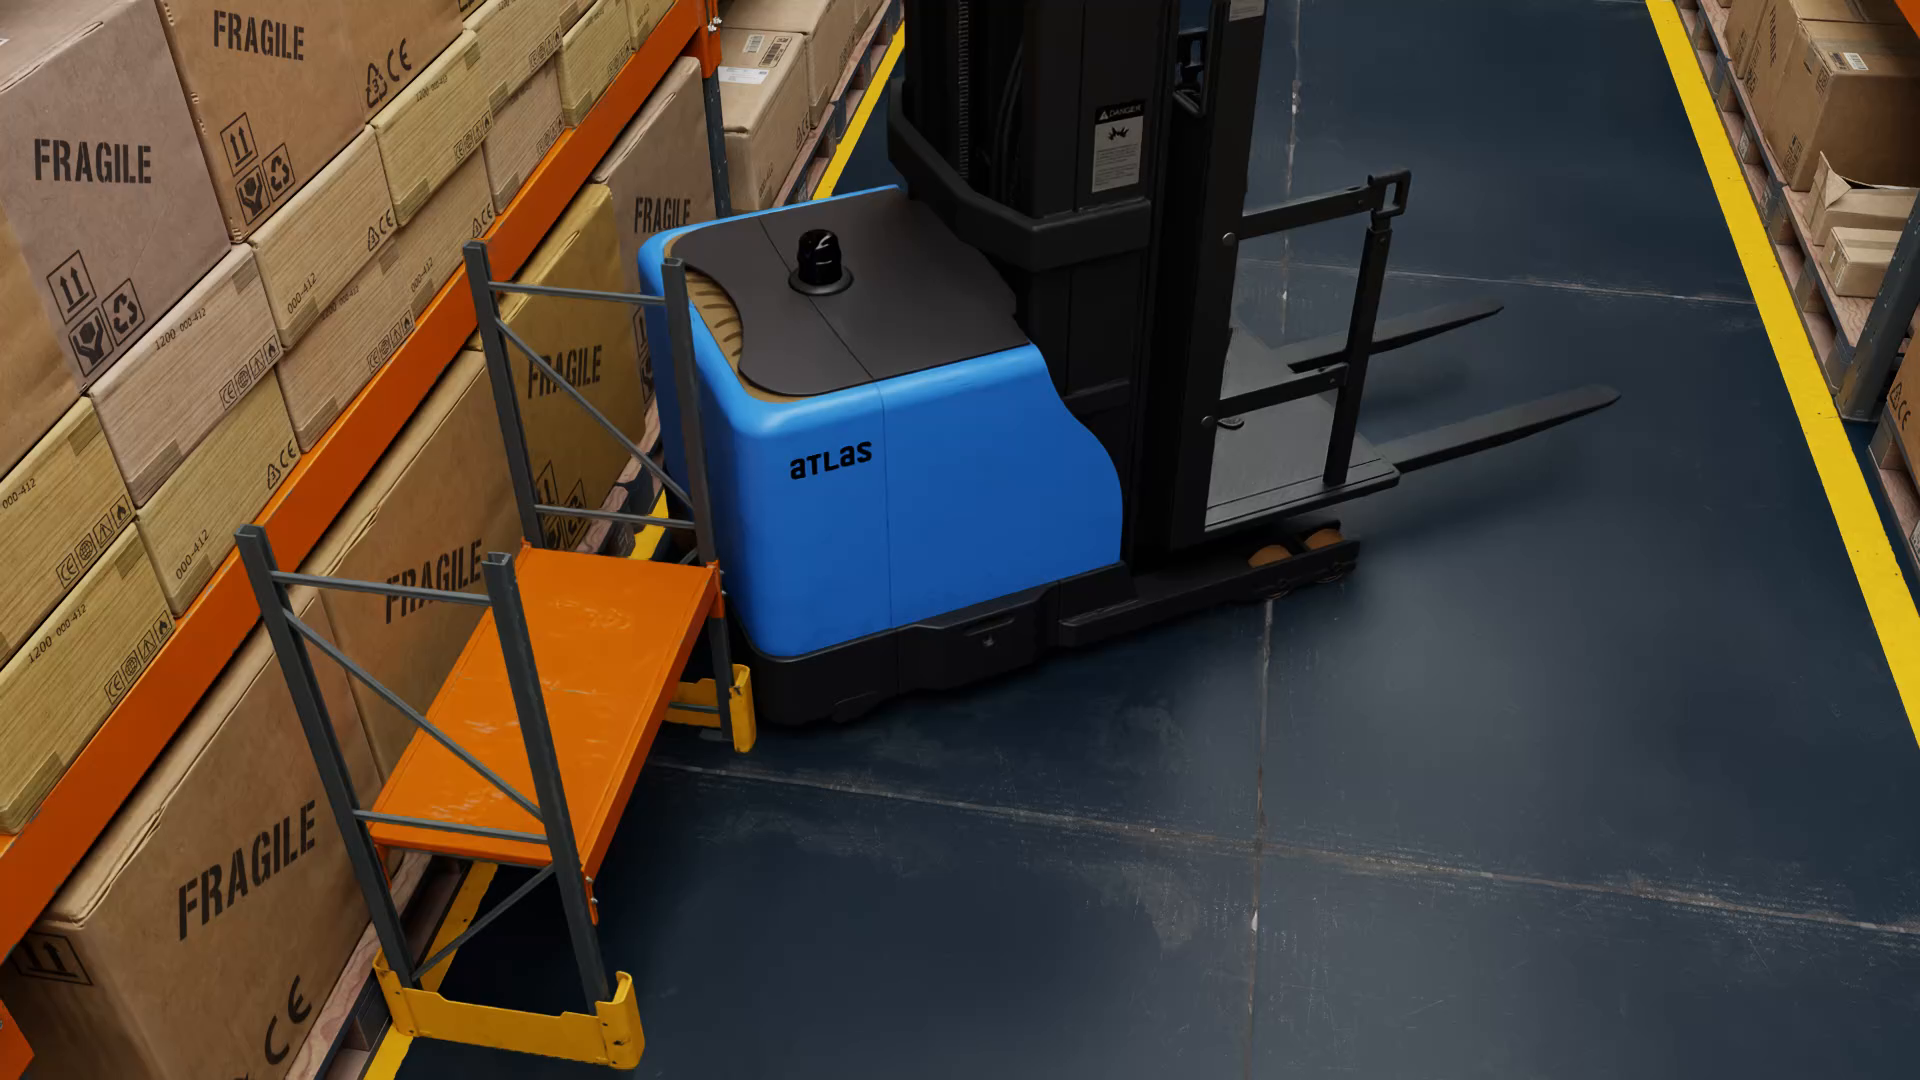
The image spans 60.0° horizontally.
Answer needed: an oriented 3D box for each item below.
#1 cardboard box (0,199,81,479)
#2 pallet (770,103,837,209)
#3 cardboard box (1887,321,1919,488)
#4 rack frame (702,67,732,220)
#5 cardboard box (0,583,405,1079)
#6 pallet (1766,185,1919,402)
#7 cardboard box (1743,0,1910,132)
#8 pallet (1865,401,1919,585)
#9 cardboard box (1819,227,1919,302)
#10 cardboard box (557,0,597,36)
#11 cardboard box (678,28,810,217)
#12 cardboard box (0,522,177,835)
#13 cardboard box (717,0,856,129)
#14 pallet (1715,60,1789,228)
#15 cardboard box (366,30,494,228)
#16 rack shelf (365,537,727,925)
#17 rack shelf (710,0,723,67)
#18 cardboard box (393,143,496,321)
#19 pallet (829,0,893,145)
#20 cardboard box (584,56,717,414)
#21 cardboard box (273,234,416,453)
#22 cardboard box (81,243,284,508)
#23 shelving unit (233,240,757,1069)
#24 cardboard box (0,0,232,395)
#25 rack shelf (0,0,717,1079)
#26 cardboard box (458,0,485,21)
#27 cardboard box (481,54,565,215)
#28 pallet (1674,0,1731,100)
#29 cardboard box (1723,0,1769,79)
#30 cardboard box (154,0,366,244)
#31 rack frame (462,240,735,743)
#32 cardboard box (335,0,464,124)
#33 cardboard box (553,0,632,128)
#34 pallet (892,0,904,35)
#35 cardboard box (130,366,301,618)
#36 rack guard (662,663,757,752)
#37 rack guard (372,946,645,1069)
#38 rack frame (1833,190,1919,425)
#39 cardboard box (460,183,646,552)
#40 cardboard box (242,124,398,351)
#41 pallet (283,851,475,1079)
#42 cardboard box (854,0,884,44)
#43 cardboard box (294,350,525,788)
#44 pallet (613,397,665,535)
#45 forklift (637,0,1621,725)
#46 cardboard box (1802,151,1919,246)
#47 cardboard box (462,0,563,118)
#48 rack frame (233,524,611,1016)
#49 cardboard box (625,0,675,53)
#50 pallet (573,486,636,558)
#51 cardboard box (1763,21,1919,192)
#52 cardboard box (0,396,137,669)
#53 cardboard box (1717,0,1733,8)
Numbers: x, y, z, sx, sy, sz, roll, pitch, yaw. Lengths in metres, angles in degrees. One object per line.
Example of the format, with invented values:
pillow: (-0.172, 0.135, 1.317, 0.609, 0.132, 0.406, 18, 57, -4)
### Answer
cardboard box: (-1.708, -0.290, 2.384, 0.500, 0.500, 0.500, 5, 40, 6)
pallet: (-1.134, -1.488, 6.884, 1.003, 0.211, 1.213, 6, 40, 8)
cardboard box: (3.242, -0.469, 5.095, 0.500, 0.500, 0.500, 8, 40, 10)
rack frame: (-1.342, -2.094, 5.429, 1.000, 3.000, 0.127, 6, 40, 8)
cardboard box: (-1.833, 0.649, 3.449, 0.875, 0.875, 0.875, 6, 40, 7)
pallet: (3.667, -0.905, 6.180, 1.003, 0.211, 1.213, 6, 40, 8)
cardboard box: (3.664, -2.032, 6.986, 0.500, 0.500, 0.500, 7, 40, 8)
pallet: (3.444, 0.040, 5.036, 1.003, 0.211, 1.213, 6, 40, 8)
cardboard box: (3.354, -0.995, 6.007, 0.380, 0.149, 0.250, 5, 40, 6)
cardboard box: (-1.258, -1.611, 4.570, 0.500, 0.250, 0.500, 7, 40, 9)
cardboard box: (-1.128, -1.651, 6.574, 0.875, 0.438, 0.875, 6, 40, 7)
cardboard box: (-1.702, 0.194, 2.779, 0.500, 0.250, 0.500, 6, 40, 7)
cardboard box: (-0.974, -2.213, 7.254, 0.875, 0.438, 0.875, 5, 40, 6)
pallet: (3.876, -1.673, 7.109, 1.003, 0.211, 1.213, 6, 40, 8)
cardboard box: (-1.414, -0.962, 3.785, 0.500, 0.250, 0.500, 7, 40, 8)
rack shelf: (-0.939, 0.404, 3.866, 0.538, 0.185, 1.000, 6, 40, 7)
rack shelf: (-0.996, -3.072, 7.176, 1.077, 0.370, 4.000, 6, 40, 8)
cardboard box: (-1.452, -0.769, 3.943, 0.500, 0.250, 0.500, 6, 40, 8)
pallet: (-0.925, -2.256, 7.813, 1.003, 0.211, 1.213, 6, 40, 8)
cardboard box: (-1.371, -1.039, 5.491, 0.875, 0.875, 0.875, 8, 40, 9)
cardboard box: (-1.534, -0.458, 3.568, 0.500, 0.250, 0.500, 8, 40, 9)
cardboard box: (-1.613, -0.334, 3.025, 0.500, 0.250, 0.500, 7, 40, 9)
shelving unit: (-0.937, 0.260, 3.759, 0.587, 1.500, 1.083, 6, 40, 7)
cardboard box: (-1.632, -0.603, 2.762, 0.500, 0.500, 0.500, 7, 40, 8)
rack shelf: (-1.688, -0.562, 4.140, 1.077, 0.370, 4.000, 6, 40, 8)
cardboard box: (-1.362, -1.569, 3.930, 0.500, 0.500, 0.500, 8, 40, 9)
cardboard box: (-1.367, -1.093, 4.336, 0.500, 0.250, 0.500, 5, 40, 6)
pallet: (4.089, -2.437, 8.032, 1.003, 0.211, 1.213, 6, 40, 8)
cardboard box: (3.854, -2.353, 7.374, 0.700, 0.500, 0.500, 8, 40, 9)
cardboard box: (-1.527, -0.926, 3.153, 0.500, 0.500, 0.500, 7, 40, 9)
rack frame: (-0.854, -0.054, 4.138, 0.500, 1.500, 0.032, 6, 40, 7)
cardboard box: (-1.436, -1.242, 3.535, 0.500, 0.500, 0.500, 7, 40, 8)
cardboard box: (-1.261, -1.408, 4.716, 0.500, 0.250, 0.500, 6, 40, 7)
pallet: (-0.711, -3.020, 8.737, 1.003, 0.211, 1.213, 6, 40, 8)
cardboard box: (-1.630, -0.130, 3.171, 0.500, 0.250, 0.500, 5, 40, 6)
rack guard: (-0.855, 0.429, 4.535, 0.587, 0.250, 0.087, 6, 40, 7)
rack guard: (-1.020, 1.054, 3.778, 0.587, 0.250, 0.087, 6, 40, 7)
rack frame: (3.547, -1.549, 4.770, 1.000, 3.000, 0.127, 6, 40, 8)
cardboard box: (-1.519, -0.472, 4.804, 0.875, 0.875, 0.875, 7, 40, 9)
cardboard box: (-1.515, -0.645, 3.402, 0.500, 0.250, 0.500, 6, 40, 8)
pallet: (-1.824, 1.004, 3.870, 1.003, 0.211, 1.213, 6, 40, 8)
cardboard box: (-0.816, -2.779, 7.938, 0.875, 0.438, 0.875, 7, 40, 9)
cardboard box: (-1.675, 0.089, 4.126, 0.875, 0.875, 0.875, 7, 40, 8)
pallet: (-1.402, -0.527, 5.722, 1.003, 0.211, 1.213, 6, 40, 8)
forklift: (0.659, -1.241, 4.451, 3.031, 2.935, 1.130, -16, 42, -18)
cardboard box: (3.416, -1.264, 6.240, 0.396, 0.266, 0.258, 8, 40, 9)
cardboard box: (-1.342, -1.285, 4.176, 0.500, 0.250, 0.500, 7, 40, 9)
rack frame: (-1.023, 0.585, 3.365, 0.500, 1.500, 0.032, 6, 40, 7)
cardboard box: (-1.172, -1.727, 5.103, 0.500, 0.250, 0.500, 5, 40, 7)
pallet: (-1.610, 0.241, 4.793, 1.003, 0.211, 1.213, 6, 40, 8)
cardboard box: (3.674, -1.701, 6.586, 0.700, 0.500, 0.500, 5, 40, 6)
cardboard box: (-1.703, -0.010, 2.633, 0.500, 0.250, 0.500, 6, 40, 7)
cardboard box: (4.040, -2.886, 8.016, 0.797, 0.503, 0.637, 5, 40, 6)
